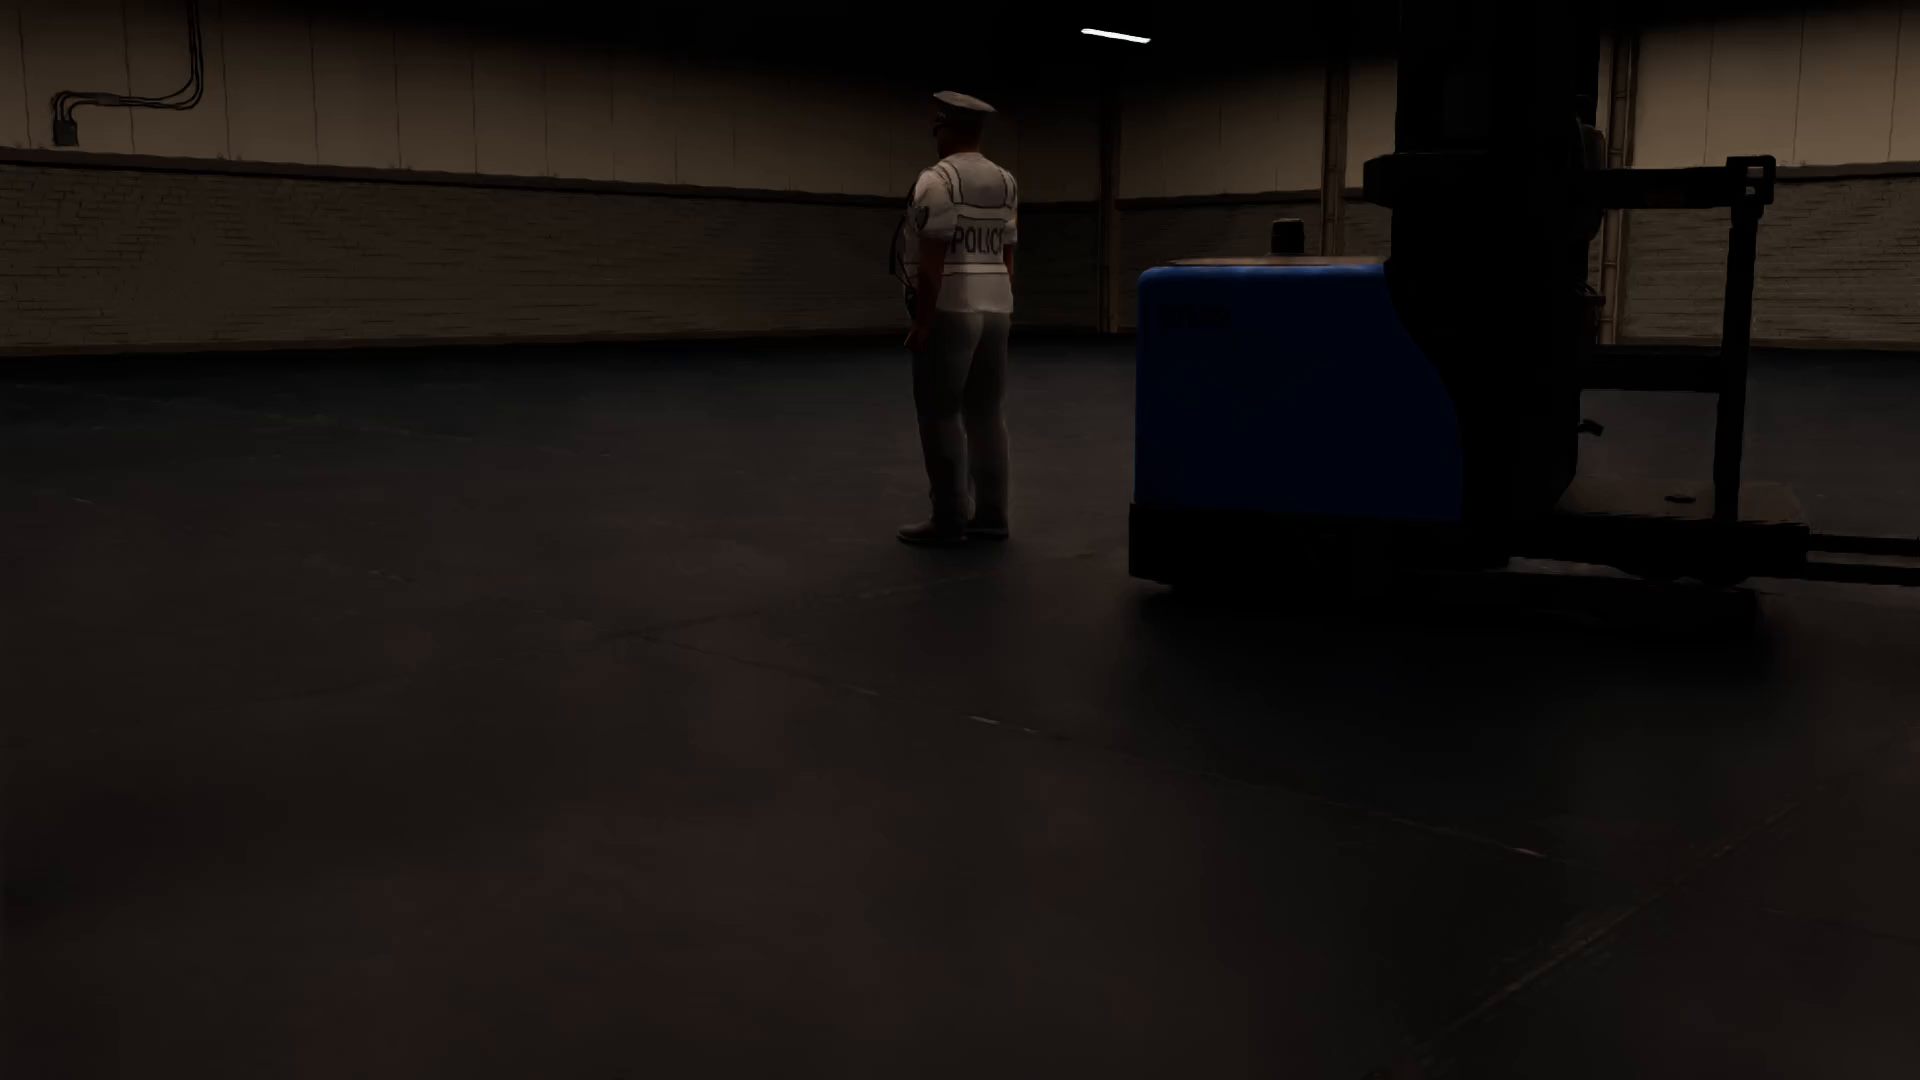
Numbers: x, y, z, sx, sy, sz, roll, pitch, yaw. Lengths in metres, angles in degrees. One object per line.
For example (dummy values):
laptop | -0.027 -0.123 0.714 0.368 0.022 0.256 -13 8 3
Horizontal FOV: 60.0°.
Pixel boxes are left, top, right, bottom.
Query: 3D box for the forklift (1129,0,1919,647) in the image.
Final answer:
forklift | 2.120 -1.236 5.085 3.031 2.935 1.130 4 9 24

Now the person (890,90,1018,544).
person | -0.012 -0.877 6.596 0.396 1.773 0.523 8 12 43
